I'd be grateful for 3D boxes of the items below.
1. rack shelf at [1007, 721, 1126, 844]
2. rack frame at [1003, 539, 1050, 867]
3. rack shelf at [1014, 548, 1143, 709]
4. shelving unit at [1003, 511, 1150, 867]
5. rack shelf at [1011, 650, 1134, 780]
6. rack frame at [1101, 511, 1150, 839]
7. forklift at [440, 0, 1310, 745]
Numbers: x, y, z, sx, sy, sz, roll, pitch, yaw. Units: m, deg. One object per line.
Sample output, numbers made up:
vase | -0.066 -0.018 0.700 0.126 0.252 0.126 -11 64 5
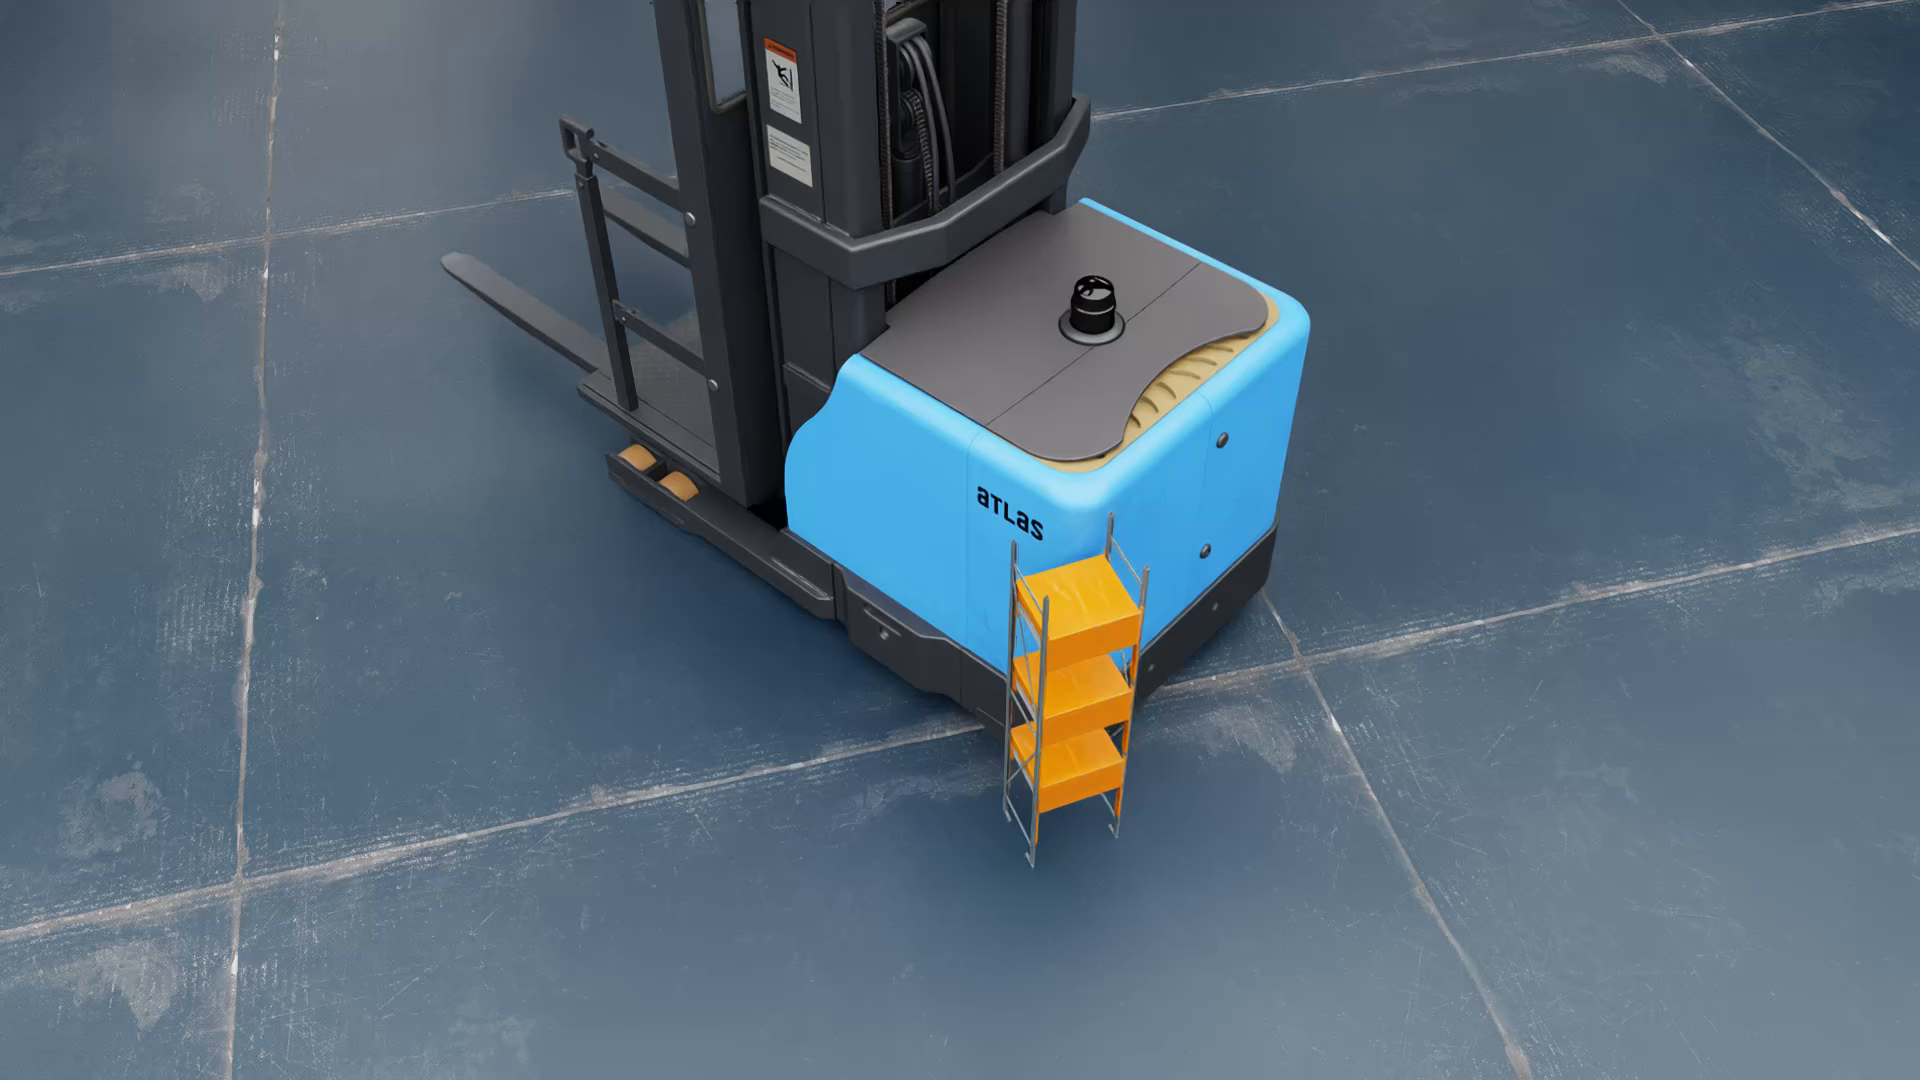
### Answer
rack shelf | 0.271 0.601 4.330 0.240 0.259 0.215 -16 48 -15
rack frame | 0.157 0.432 4.092 0.008 1.050 0.200 -16 48 -15
rack shelf | 0.271 0.208 3.928 0.240 0.259 0.215 -16 48 -15
shelving unit | 0.271 0.399 4.123 0.252 1.050 0.215 -16 48 -15
rack shelf | 0.271 0.407 4.131 0.240 0.259 0.215 -16 48 -15
rack frame | 0.384 0.367 4.155 0.008 1.050 0.200 -16 48 -15
forklift | -0.500 -1.328 4.499 3.031 2.935 1.130 32 54 28
